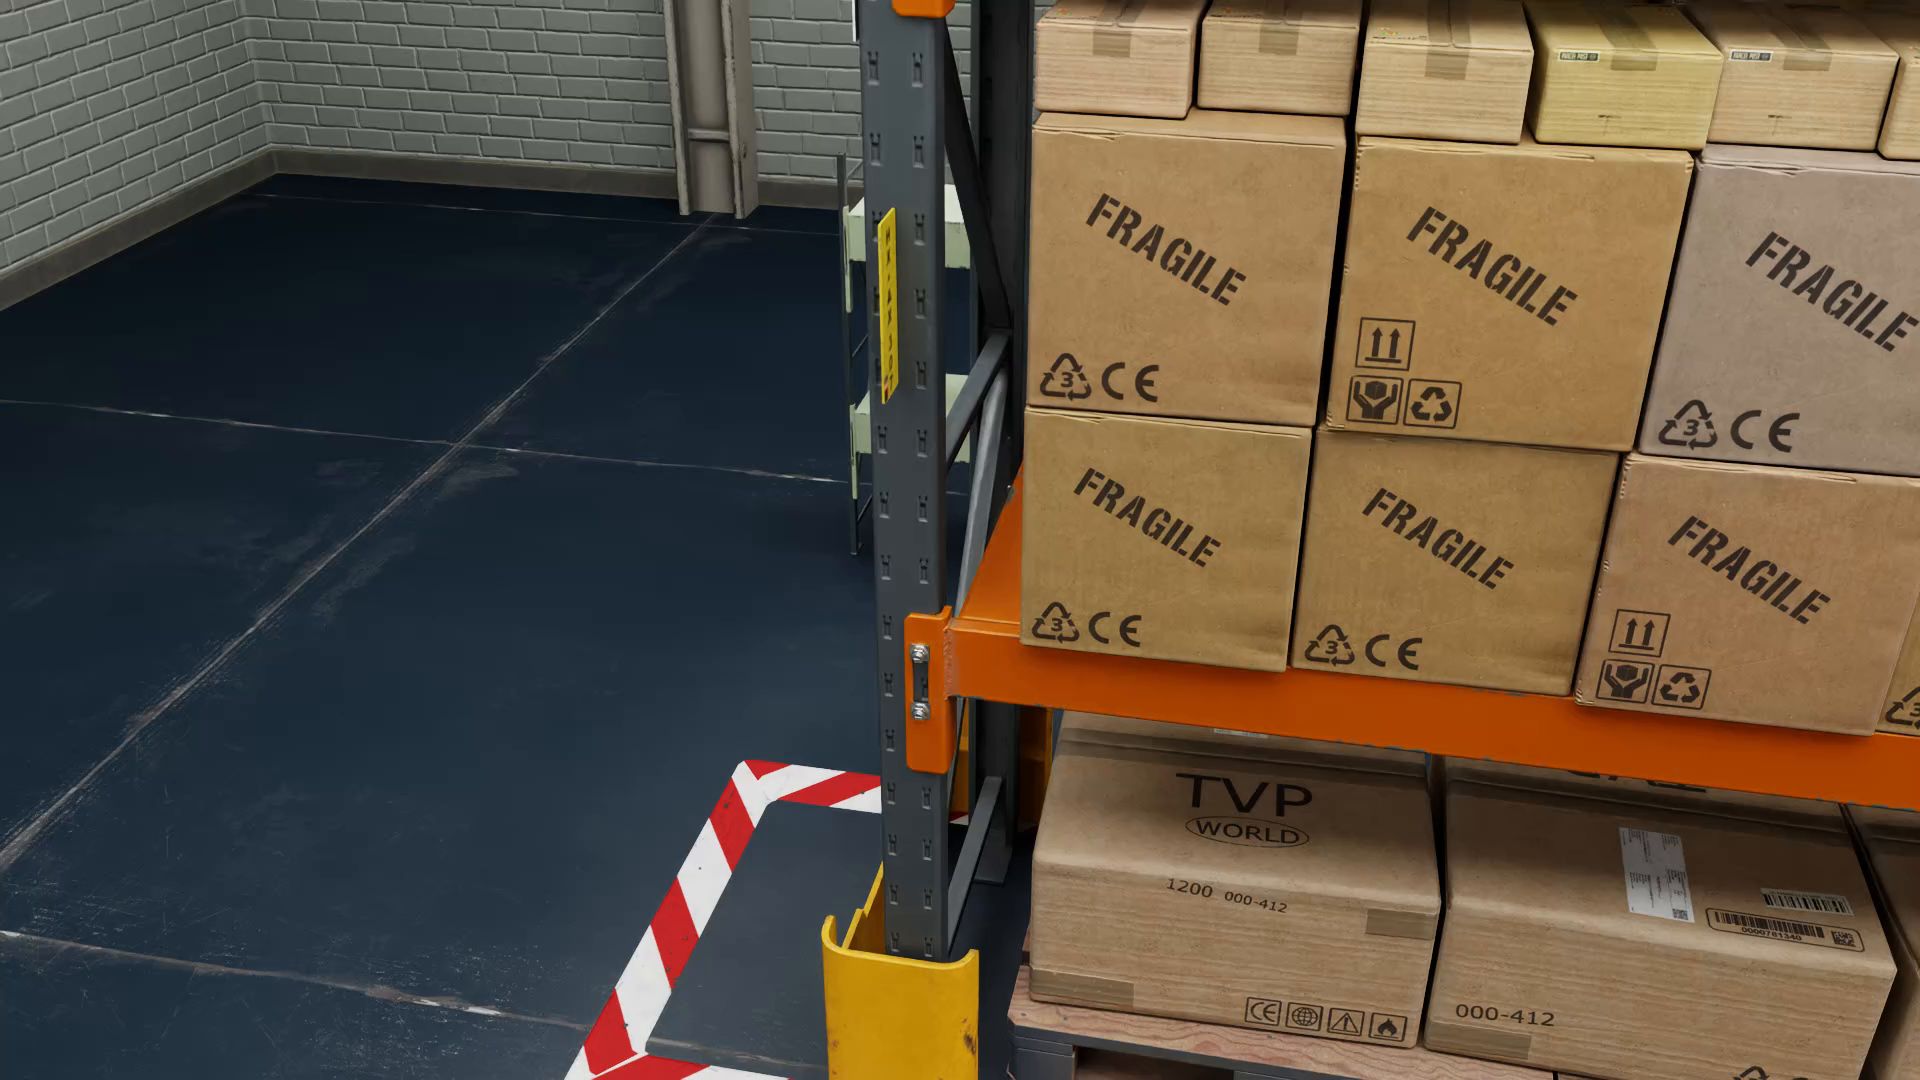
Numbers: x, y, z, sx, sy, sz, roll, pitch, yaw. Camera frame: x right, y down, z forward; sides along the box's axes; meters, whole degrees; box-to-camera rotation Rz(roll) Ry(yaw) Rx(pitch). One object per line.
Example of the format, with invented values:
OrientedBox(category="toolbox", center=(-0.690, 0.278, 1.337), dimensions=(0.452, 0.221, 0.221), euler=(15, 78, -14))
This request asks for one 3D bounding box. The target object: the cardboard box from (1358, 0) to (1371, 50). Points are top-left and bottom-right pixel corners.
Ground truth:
OrientedBox(category="cardboard box", center=(0.914, -1.072, 3.265), dimensions=(0.250, 0.149, 0.380), euler=(6, 29, 10))

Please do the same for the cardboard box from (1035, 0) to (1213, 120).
OrientedBox(category="cardboard box", center=(0.288, -0.849, 2.857), dimensions=(0.250, 0.149, 0.380), euler=(6, 29, 12))

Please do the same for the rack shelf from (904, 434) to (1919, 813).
OrientedBox(category="rack shelf", center=(1.954, 0.268, 3.386), dimensions=(4.000, 0.370, 1.077), euler=(6, 29, 11))

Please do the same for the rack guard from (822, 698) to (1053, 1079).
OrientedBox(category="rack guard", center=(-0.025, 0.846, 4.184), dimensions=(0.348, 0.500, 1.175), euler=(6, 29, 11))

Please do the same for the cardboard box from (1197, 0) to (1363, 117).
OrientedBox(category="cardboard box", center=(0.559, -0.856, 2.870), dimensions=(0.250, 0.149, 0.380), euler=(7, 29, 12))

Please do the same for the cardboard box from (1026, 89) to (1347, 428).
OrientedBox(category="cardboard box", center=(0.408, -0.549, 2.983), dimensions=(0.500, 0.500, 0.500), euler=(5, 29, 9))

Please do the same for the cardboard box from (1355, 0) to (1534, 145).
OrientedBox(category="cardboard box", center=(0.789, -0.777, 2.724), dimensions=(0.250, 0.149, 0.380), euler=(7, 29, 12))

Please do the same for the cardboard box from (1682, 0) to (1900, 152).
OrientedBox(category="cardboard box", center=(1.318, -0.757, 2.689), dimensions=(0.250, 0.149, 0.380), euler=(6, 29, 11))

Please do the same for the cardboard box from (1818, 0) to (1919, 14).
OrientedBox(category="cardboard box", center=(1.650, -0.971, 3.079), dimensions=(0.250, 0.149, 0.380), euler=(7, 29, 12))

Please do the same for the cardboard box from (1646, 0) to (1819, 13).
OrientedBox(category="cardboard box", center=(1.393, -0.968, 3.074), dimensions=(0.250, 0.149, 0.380), euler=(6, 29, 10))

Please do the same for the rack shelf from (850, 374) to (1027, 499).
OrientedBox(category="rack shelf", center=(0.007, -0.371, 6.045), dimensions=(0.720, 0.370, 0.431), euler=(6, 29, 11))

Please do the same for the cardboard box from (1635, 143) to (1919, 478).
OrientedBox(category="cardboard box", center=(1.420, -0.452, 2.807), dimensions=(0.500, 0.500, 0.500), euler=(6, 29, 10))

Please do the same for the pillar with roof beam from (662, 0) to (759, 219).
OrientedBox(category="pillar with roof beam", center=(-2.316, -3.883, 3.972), dimensions=(0.400, 9.000, 9.100), euler=(6, 29, 11))

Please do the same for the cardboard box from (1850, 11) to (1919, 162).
OrientedBox(category="cardboard box", center=(1.553, -0.712, 2.607), dimensions=(0.250, 0.149, 0.380), euler=(6, 29, 11))

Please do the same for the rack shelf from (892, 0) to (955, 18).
OrientedBox(category="rack shelf", center=(1.954, -1.048, 2.665), dimensions=(4.000, 0.370, 1.077), euler=(6, 29, 11))

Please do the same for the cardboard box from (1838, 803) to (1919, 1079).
OrientedBox(category="cardboard box", center=(2.443, 0.890, 3.732), dimensions=(0.875, 0.438, 0.875), euler=(5, 29, 9))

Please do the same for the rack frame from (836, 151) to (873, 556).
OrientedBox(category="rack frame", center=(-0.351, -0.694, 5.956), dimensions=(0.023, 1.500, 0.400), euler=(6, 29, 11))

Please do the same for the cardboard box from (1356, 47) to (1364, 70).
OrientedBox(category="cardboard box", center=(1.037, -0.755, 3.361), dimensions=(0.500, 0.500, 0.500), euler=(6, 29, 11))

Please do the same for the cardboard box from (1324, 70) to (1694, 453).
OrientedBox(category="cardboard box", center=(0.915, -0.500, 2.894), dimensions=(0.500, 0.500, 0.500), euler=(5, 29, 9))

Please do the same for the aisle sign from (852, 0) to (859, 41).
OrientedBox(category="aisle sign", center=(-0.133, -1.259, 2.720), dimensions=(0.004, 0.787, 0.394), euler=(6, 29, 11))

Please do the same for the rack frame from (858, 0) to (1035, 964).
OrientedBox(category="rack frame", center=(-0.002, -0.248, 3.579), dimensions=(0.127, 3.000, 1.000), euler=(6, 29, 11))

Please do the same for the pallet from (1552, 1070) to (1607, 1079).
OrientedBox(category="pallet", center=(1.986, 1.142, 3.944), dimensions=(1.213, 0.211, 1.003), euler=(6, 29, 11))

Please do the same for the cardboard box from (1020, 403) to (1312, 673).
OrientedBox(category="cardboard box", center=(0.408, -0.109, 3.221), dimensions=(0.500, 0.500, 0.500), euler=(6, 29, 10))

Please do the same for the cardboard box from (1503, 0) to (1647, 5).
OrientedBox(category="cardboard box", center=(1.152, -1.028, 3.183), dimensions=(0.250, 0.149, 0.380), euler=(7, 29, 12))

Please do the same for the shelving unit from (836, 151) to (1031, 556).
OrientedBox(category="shelving unit", center=(0.007, -0.657, 5.889), dimensions=(0.755, 1.500, 0.431), euler=(6, 29, 11))

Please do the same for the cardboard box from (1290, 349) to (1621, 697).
OrientedBox(category="cardboard box", center=(0.908, -0.071, 3.152), dimensions=(0.500, 0.500, 0.500), euler=(5, 29, 10))

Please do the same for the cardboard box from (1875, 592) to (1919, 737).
OrientedBox(category="cardboard box", center=(1.895, 0.031, 2.966), dimensions=(0.500, 0.500, 0.500), euler=(7, 29, 12))

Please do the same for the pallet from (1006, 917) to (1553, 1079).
OrientedBox(category="pallet", center=(0.797, 1.019, 4.170), dimensions=(1.213, 0.211, 1.003), euler=(6, 29, 11))

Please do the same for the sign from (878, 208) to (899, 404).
OrientedBox(category="sign", center=(-0.124, -0.402, 2.878), dimensions=(0.005, 0.325, 0.100), euler=(6, 29, 11))

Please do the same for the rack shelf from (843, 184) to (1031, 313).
OrientedBox(category="rack shelf", center=(0.007, -1.000, 5.701), dimensions=(0.720, 0.370, 0.431), euler=(6, 29, 11))

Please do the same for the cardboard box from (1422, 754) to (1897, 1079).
OrientedBox(category="cardboard box", center=(1.561, 0.799, 3.898), dimensions=(0.875, 0.438, 0.875), euler=(7, 29, 12))

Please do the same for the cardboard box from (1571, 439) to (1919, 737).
OrientedBox(category="cardboard box", center=(1.402, -0.012, 3.044), dimensions=(0.500, 0.500, 0.500), euler=(6, 29, 10))

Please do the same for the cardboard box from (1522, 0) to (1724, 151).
OrientedBox(category="cardboard box", center=(1.050, -0.759, 2.691), dimensions=(0.250, 0.149, 0.380), euler=(5, 29, 9))

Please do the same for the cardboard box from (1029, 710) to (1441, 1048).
OrientedBox(category="cardboard box", center=(0.665, 0.711, 4.059), dimensions=(0.875, 0.438, 0.875), euler=(5, 29, 9))
